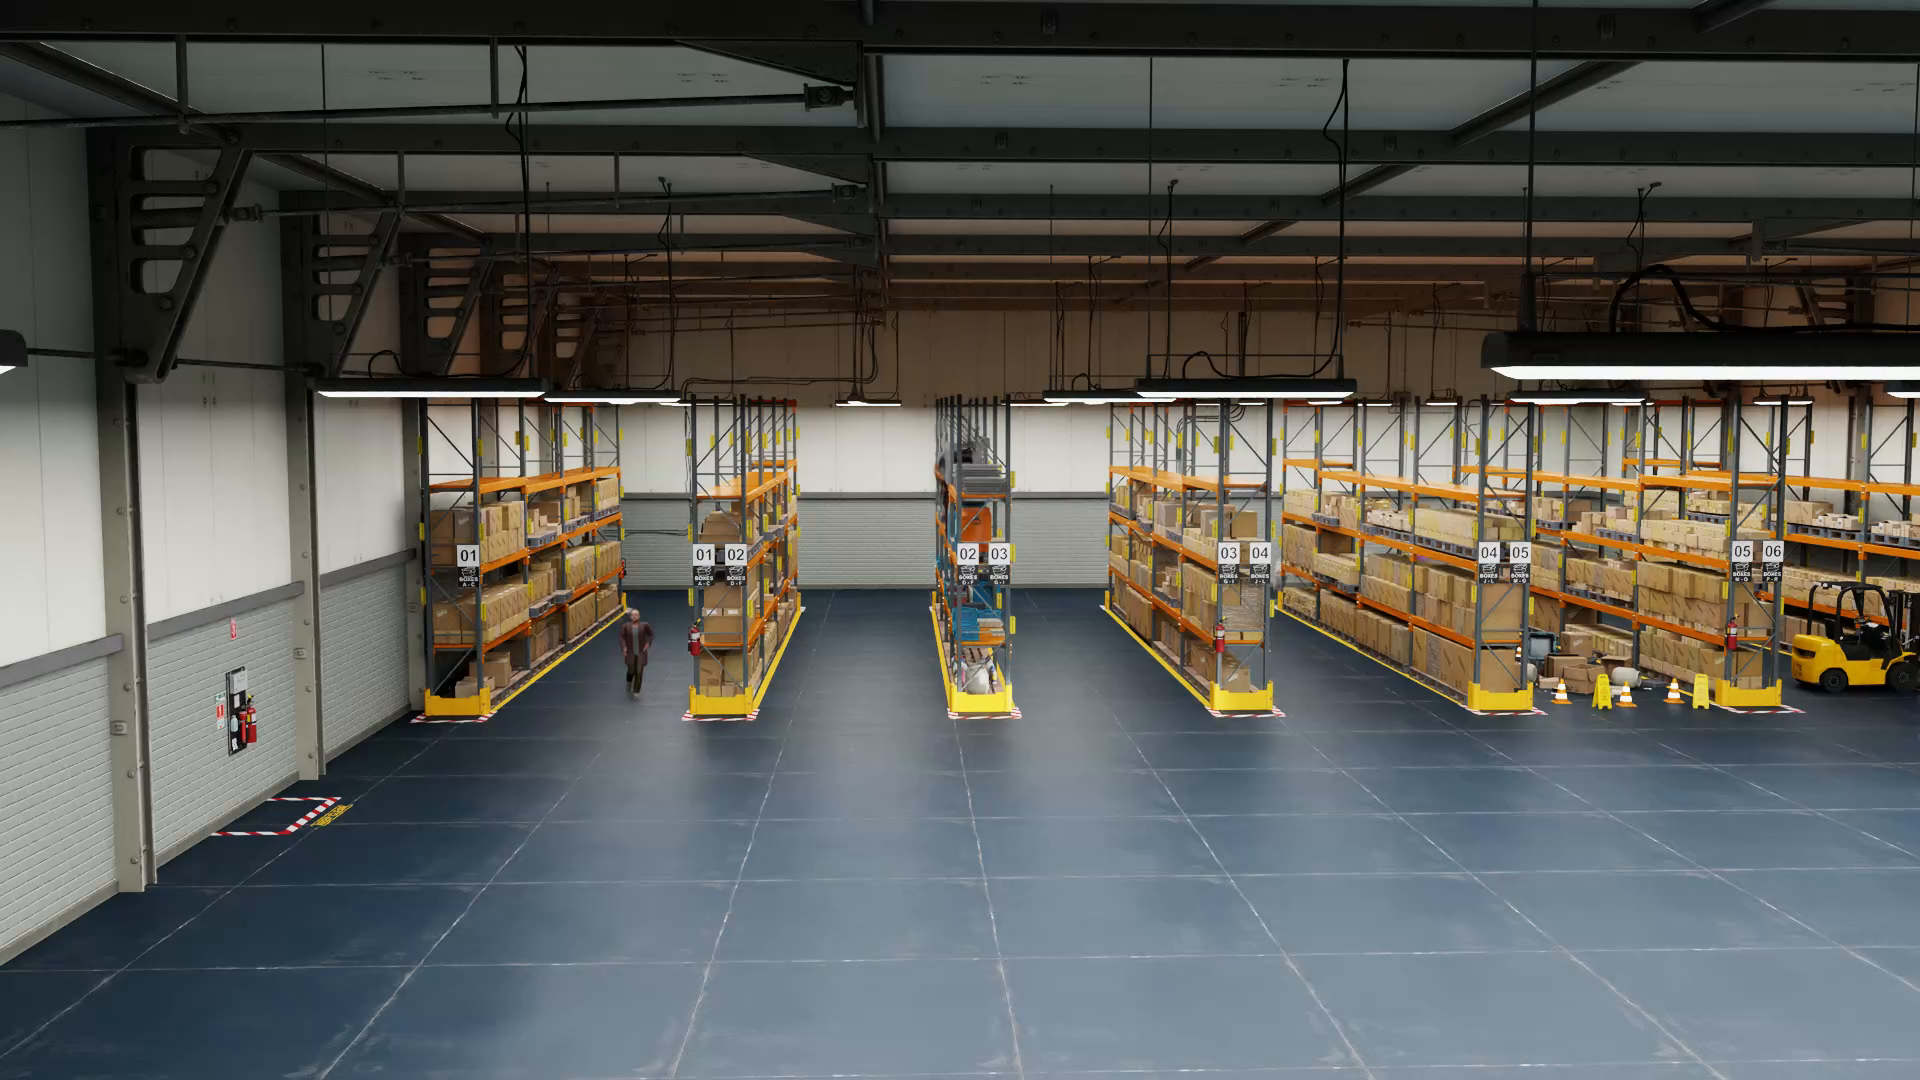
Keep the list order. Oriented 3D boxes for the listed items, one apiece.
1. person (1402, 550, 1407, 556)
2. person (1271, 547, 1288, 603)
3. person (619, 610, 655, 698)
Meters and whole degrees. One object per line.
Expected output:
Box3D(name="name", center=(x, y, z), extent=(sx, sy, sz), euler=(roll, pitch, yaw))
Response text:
Box3D(name="person", center=(13.022, 0.965, 49.305), extent=(0.689, 1.758, 0.675), euler=(0, 5, -3))
Box3D(name="person", center=(9.486, 1.016, 49.019), extent=(0.550, 1.712, 0.708), euler=(0, 5, -6))
Box3D(name="person", center=(-6.440, 2.255, 33.118), extent=(0.697, 1.750, 0.687), euler=(-1, 5, -10))
